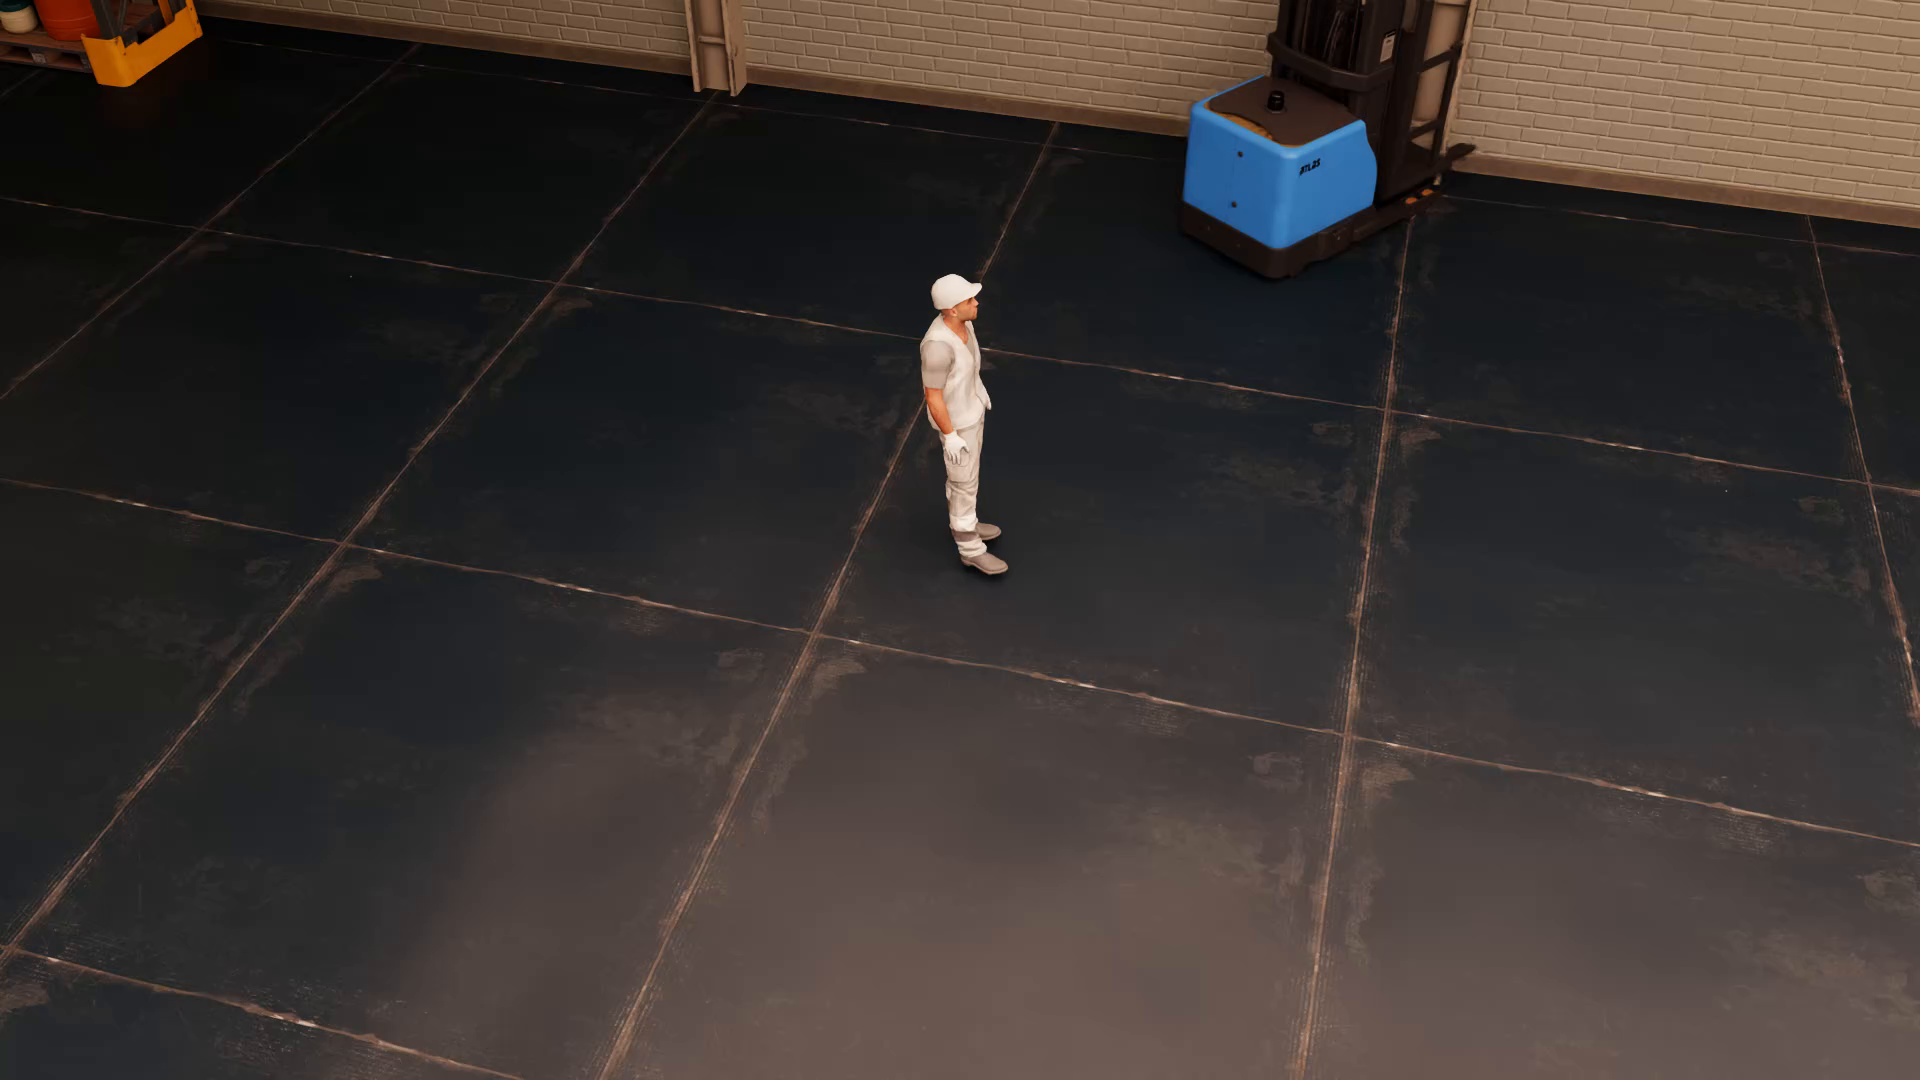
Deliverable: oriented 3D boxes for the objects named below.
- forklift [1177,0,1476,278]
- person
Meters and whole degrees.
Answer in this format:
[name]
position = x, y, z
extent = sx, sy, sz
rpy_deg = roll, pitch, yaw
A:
[forklift]
position = 3.115, -3.838, 12.240
extent = 3.031, 2.935, 1.130
rpy_deg = -29, 49, -29
[person]
position = 0.074, -0.687, 9.439
extent = 0.564, 1.787, 0.637
rpy_deg = 10, 42, 11
